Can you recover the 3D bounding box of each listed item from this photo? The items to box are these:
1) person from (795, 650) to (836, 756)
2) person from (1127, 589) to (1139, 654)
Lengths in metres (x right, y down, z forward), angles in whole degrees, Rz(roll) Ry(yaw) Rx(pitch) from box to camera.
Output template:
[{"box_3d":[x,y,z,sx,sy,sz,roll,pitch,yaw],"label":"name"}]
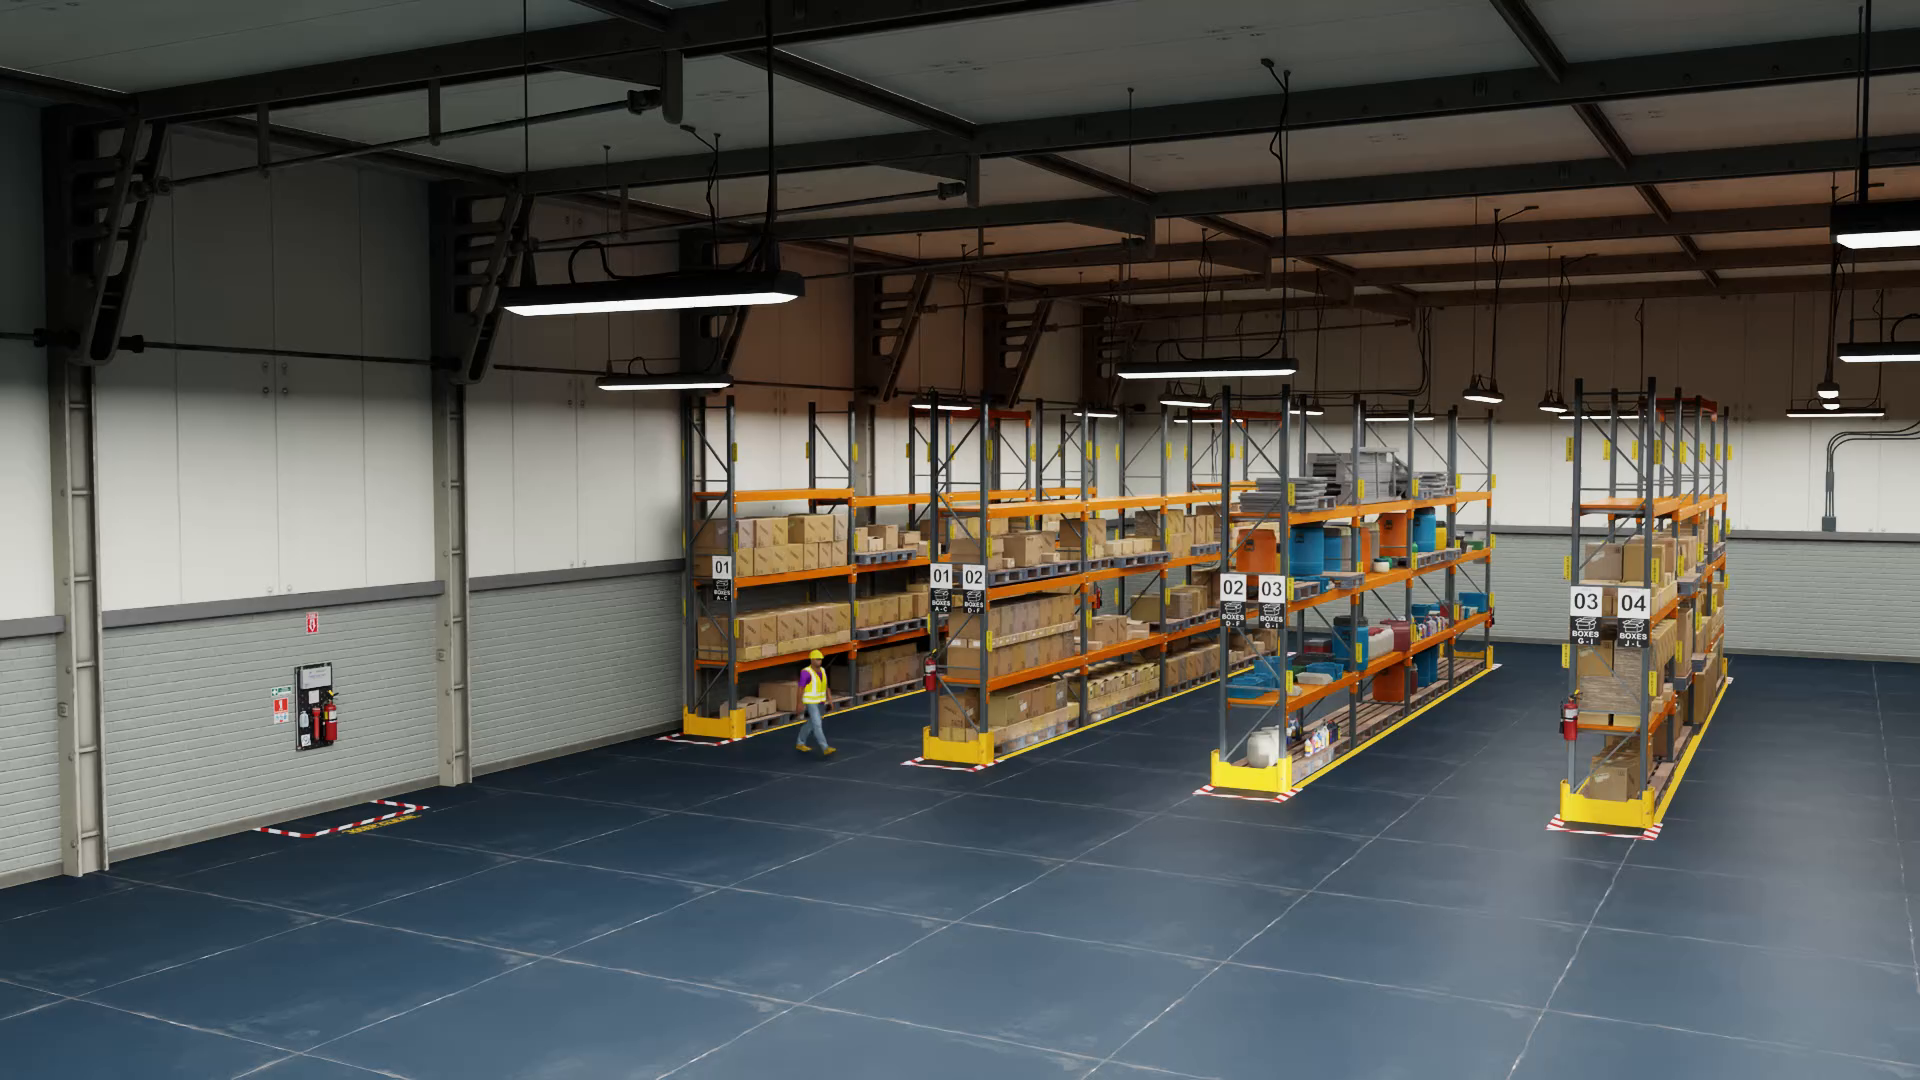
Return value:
[{"box_3d":[-2.338,2.673,27.451,1.037,1.702,0.601,2,4,31],"label":"person"},{"box_3d":[4.420,2.010,41.251,0.447,1.611,0.808,1,3,26],"label":"person"}]
